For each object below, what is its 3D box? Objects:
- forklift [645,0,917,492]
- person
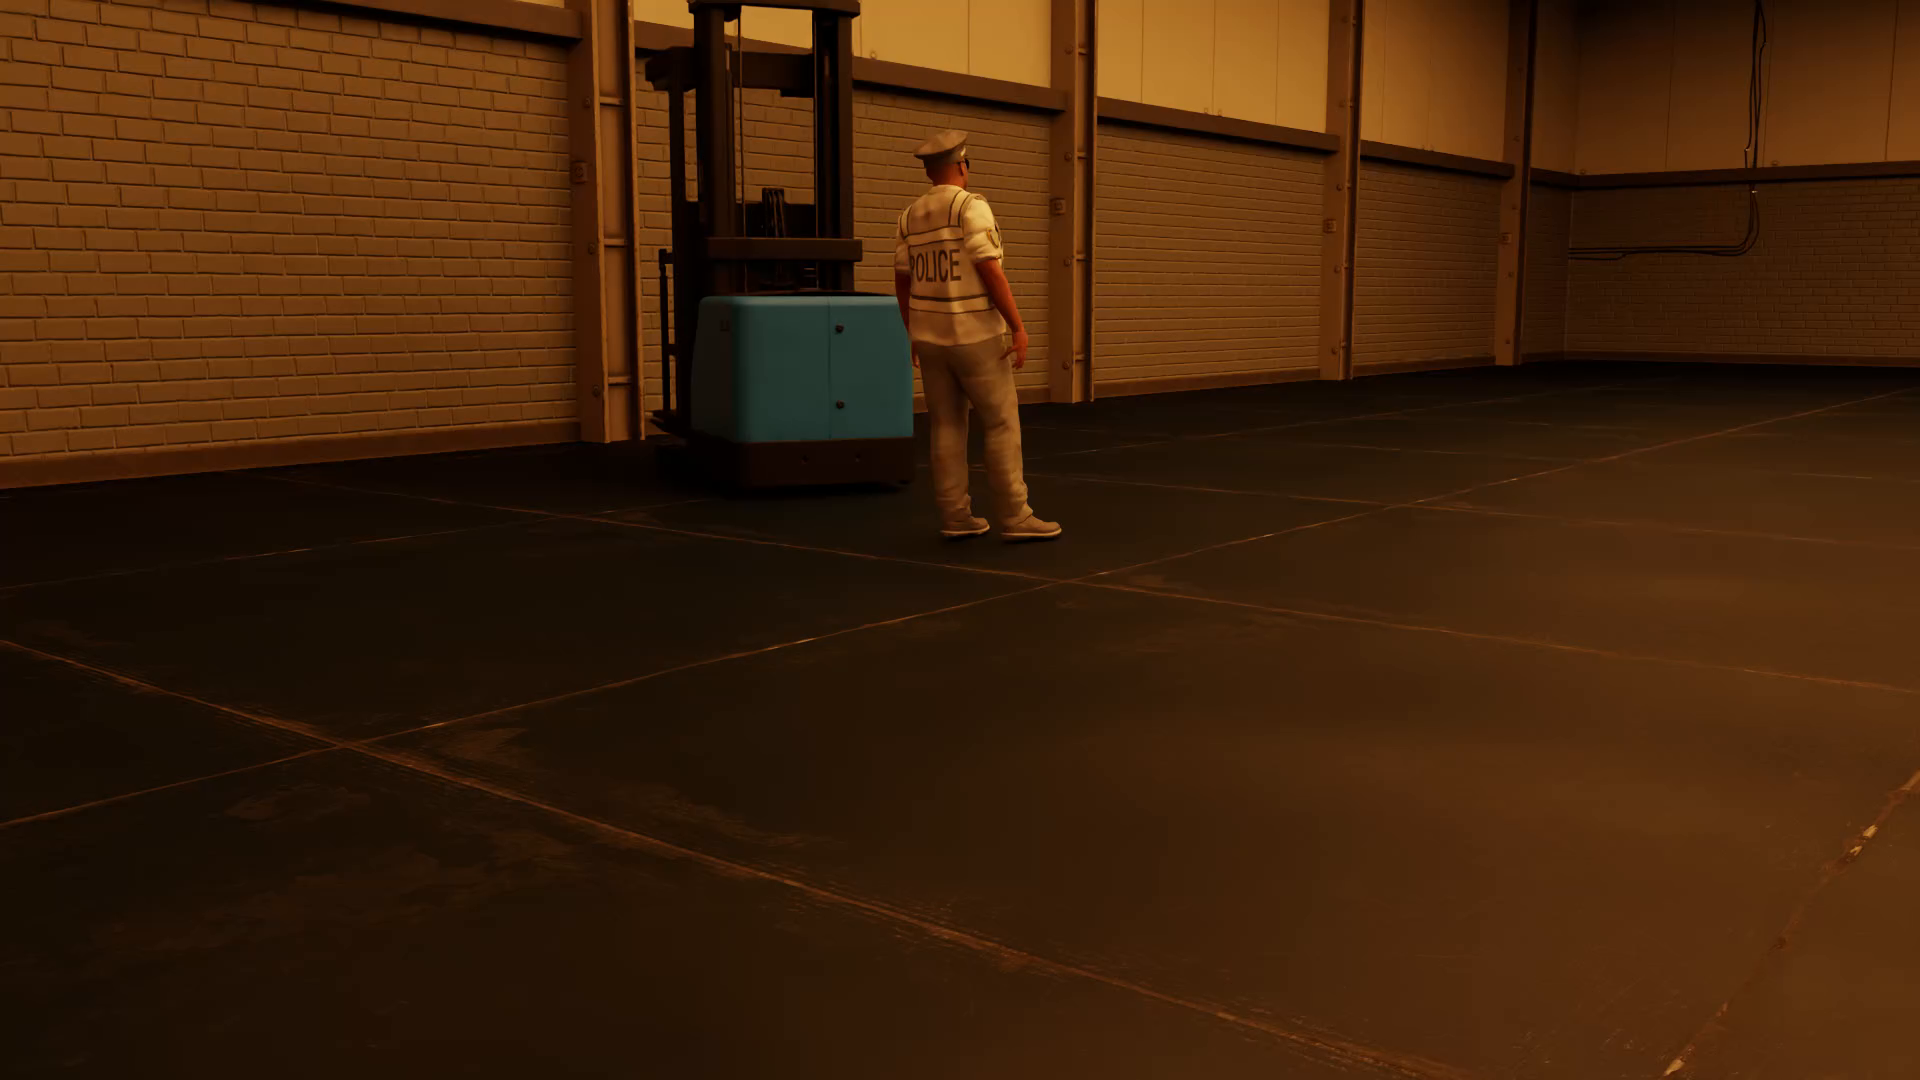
[{"bbox_3d":[-1.270,-1.884,10.158,1.130,2.935,3.031,-3,9,-22],"label":"forklift"},{"bbox_3d":[0.058,-0.896,7.327,0.640,1.780,0.575,7,11,38],"label":"person"}]
